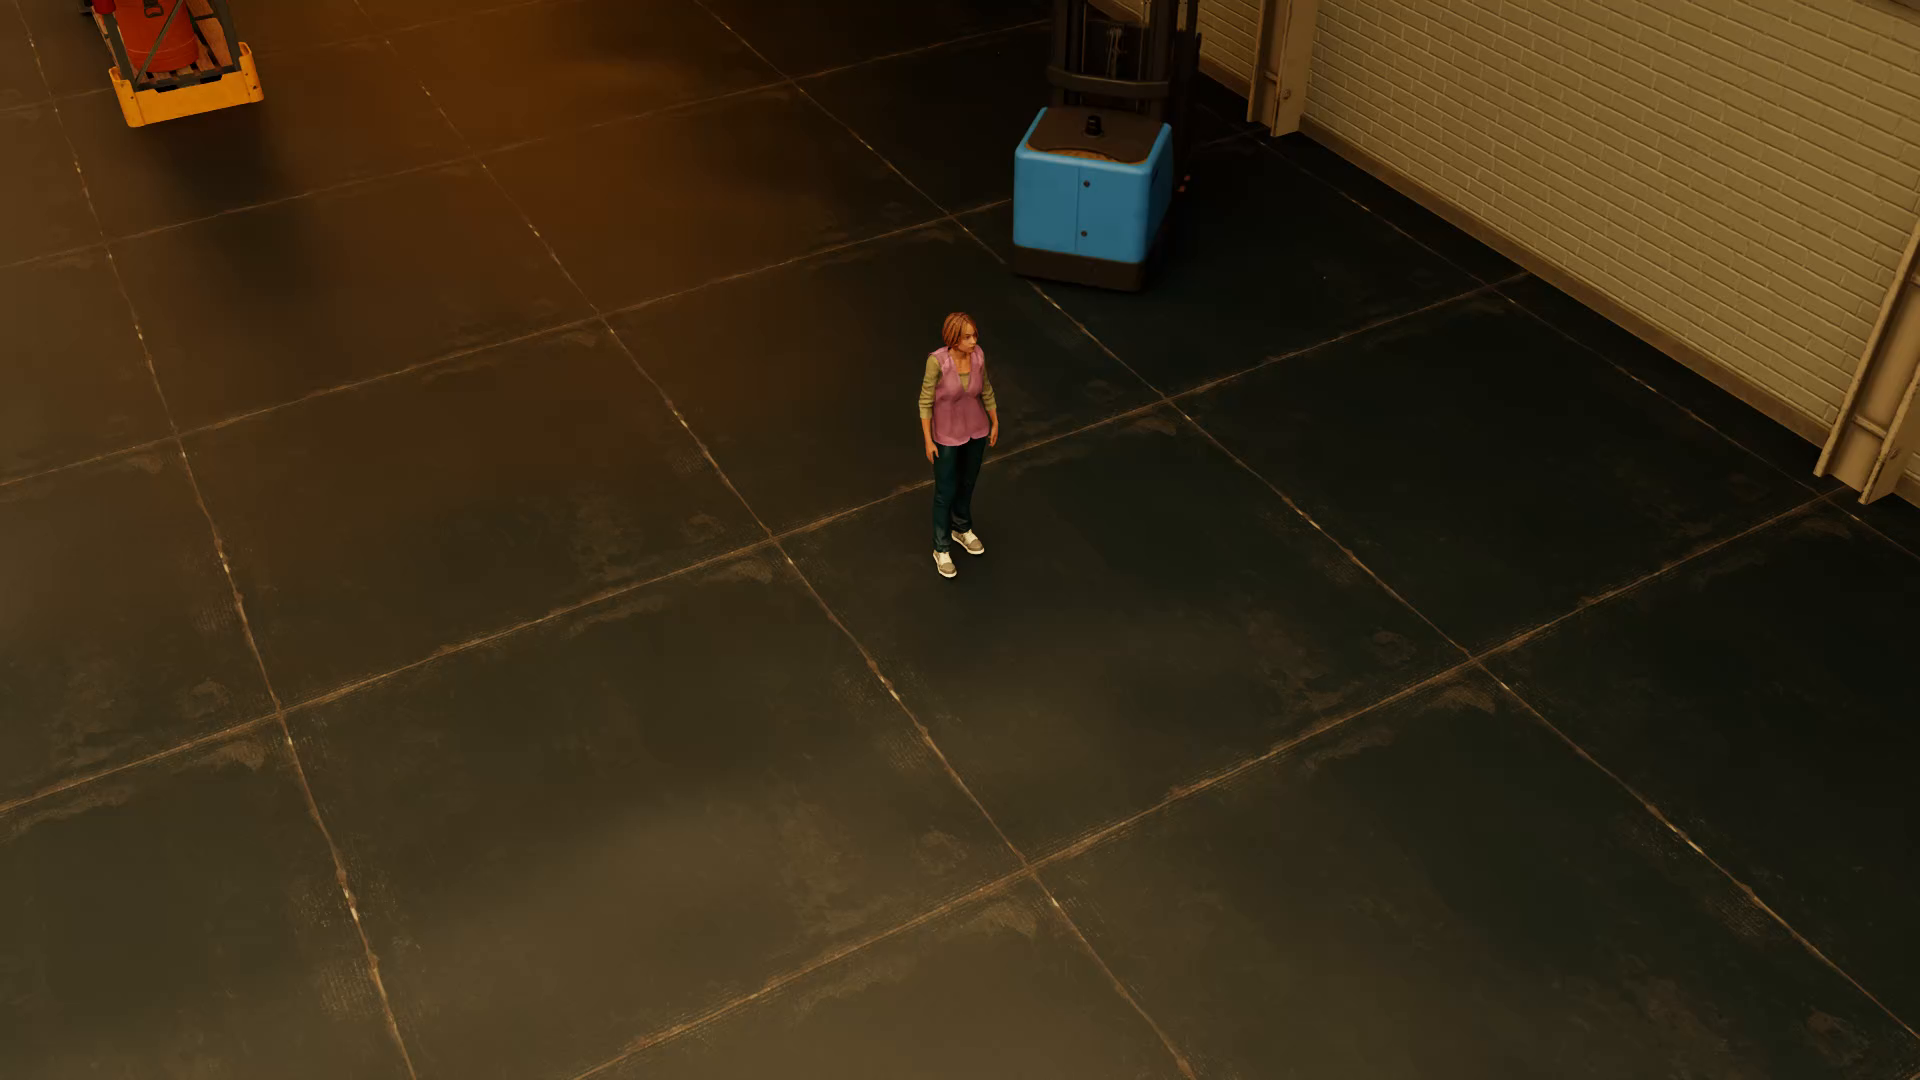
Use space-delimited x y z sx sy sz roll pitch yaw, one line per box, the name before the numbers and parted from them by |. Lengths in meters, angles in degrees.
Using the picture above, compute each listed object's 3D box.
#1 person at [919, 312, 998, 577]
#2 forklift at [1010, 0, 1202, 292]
person | 0.025 -0.573 9.765 0.520 1.590 0.475 -20 44 -23
forklift | 1.306 -3.935 12.781 1.130 2.935 3.031 11 41 13
